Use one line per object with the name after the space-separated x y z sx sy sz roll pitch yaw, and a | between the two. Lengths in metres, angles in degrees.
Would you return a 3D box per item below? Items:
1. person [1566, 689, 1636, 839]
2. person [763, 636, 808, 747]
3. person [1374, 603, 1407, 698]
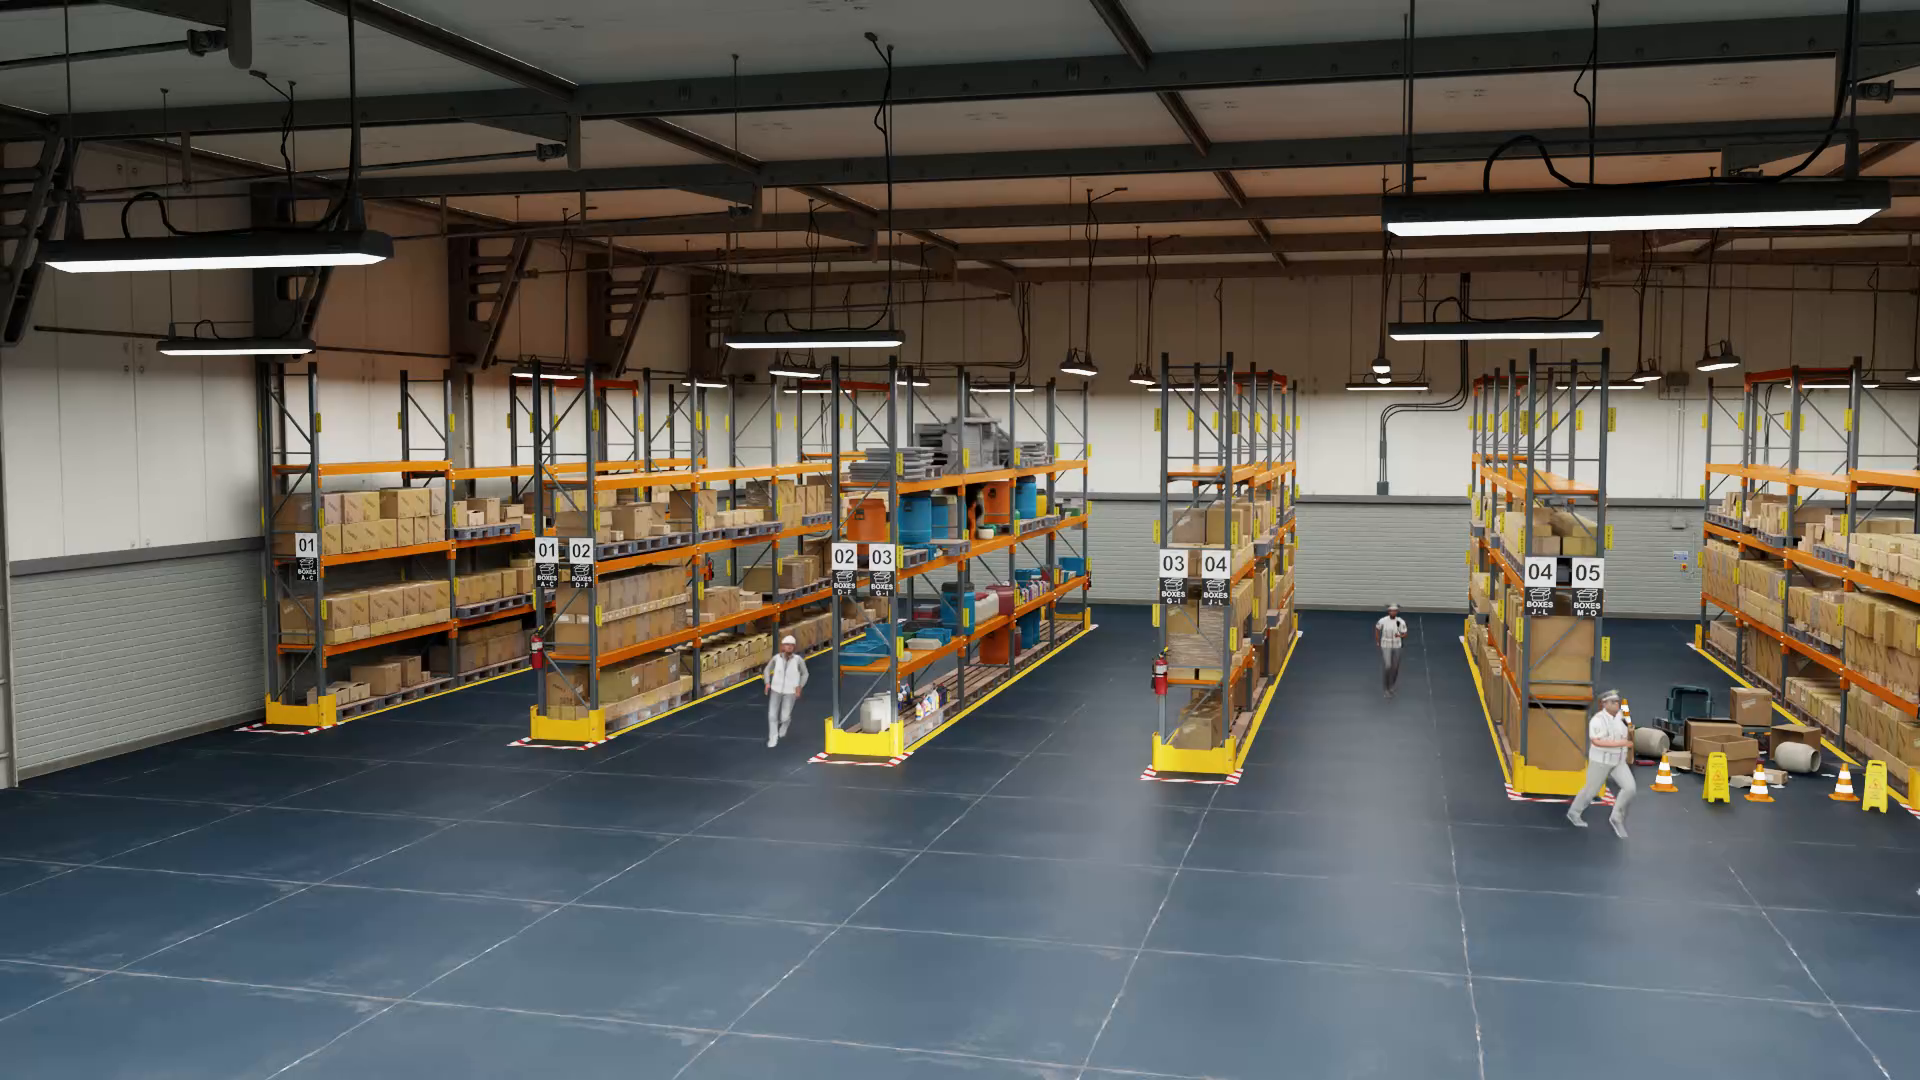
7.866 2.705 20.221 0.673 1.832 0.913 -2 4 -25 | person
-2.717 2.343 25.856 0.704 1.726 0.545 0 4 3 | person
7.907 2.019 30.485 0.544 1.759 0.740 0 4 4 | person
